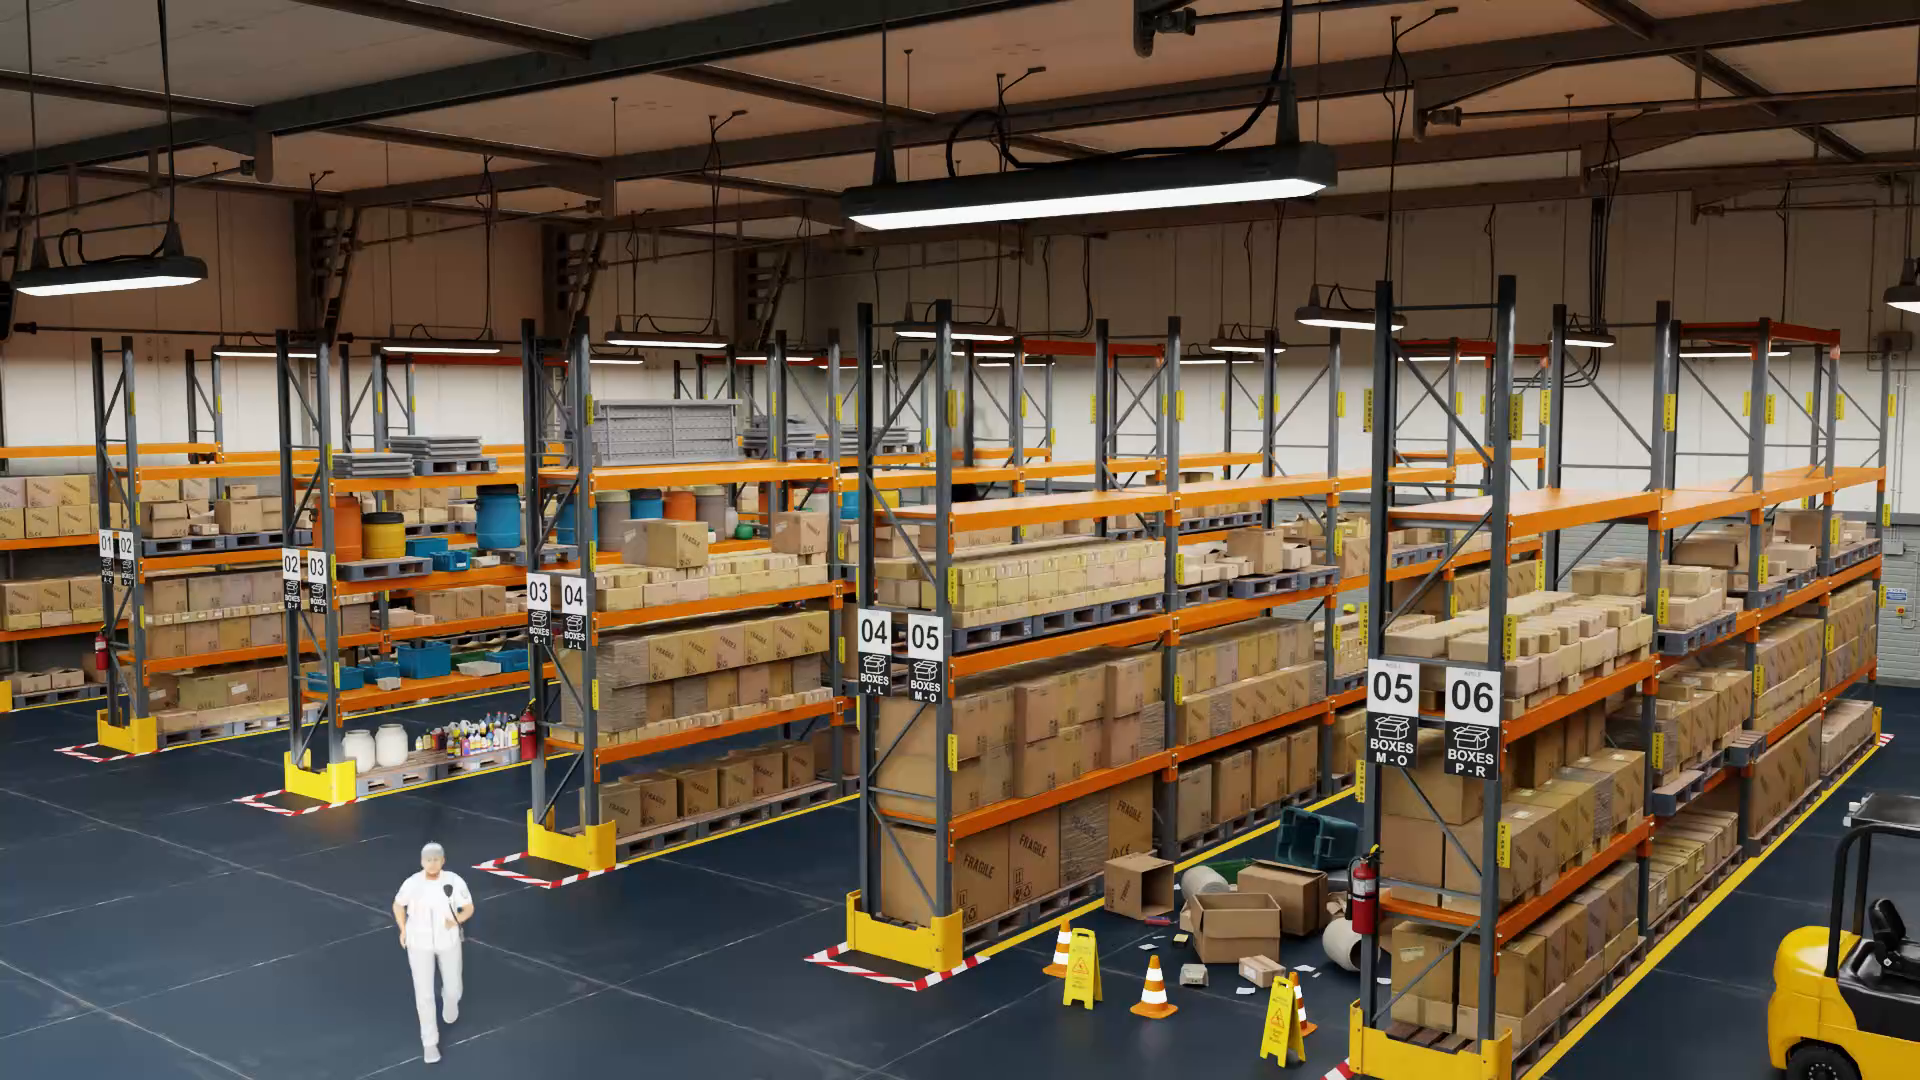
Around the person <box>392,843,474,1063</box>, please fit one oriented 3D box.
[{"bbox_3d":[-4.164,3.207,13.173,0.620,1.622,0.843,-2,5,-17],"label":"person"}]

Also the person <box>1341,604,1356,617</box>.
[{"bbox_3d":[6.491,1.919,27.385,0.741,1.766,0.702,-4,6,-40],"label":"person"}]
